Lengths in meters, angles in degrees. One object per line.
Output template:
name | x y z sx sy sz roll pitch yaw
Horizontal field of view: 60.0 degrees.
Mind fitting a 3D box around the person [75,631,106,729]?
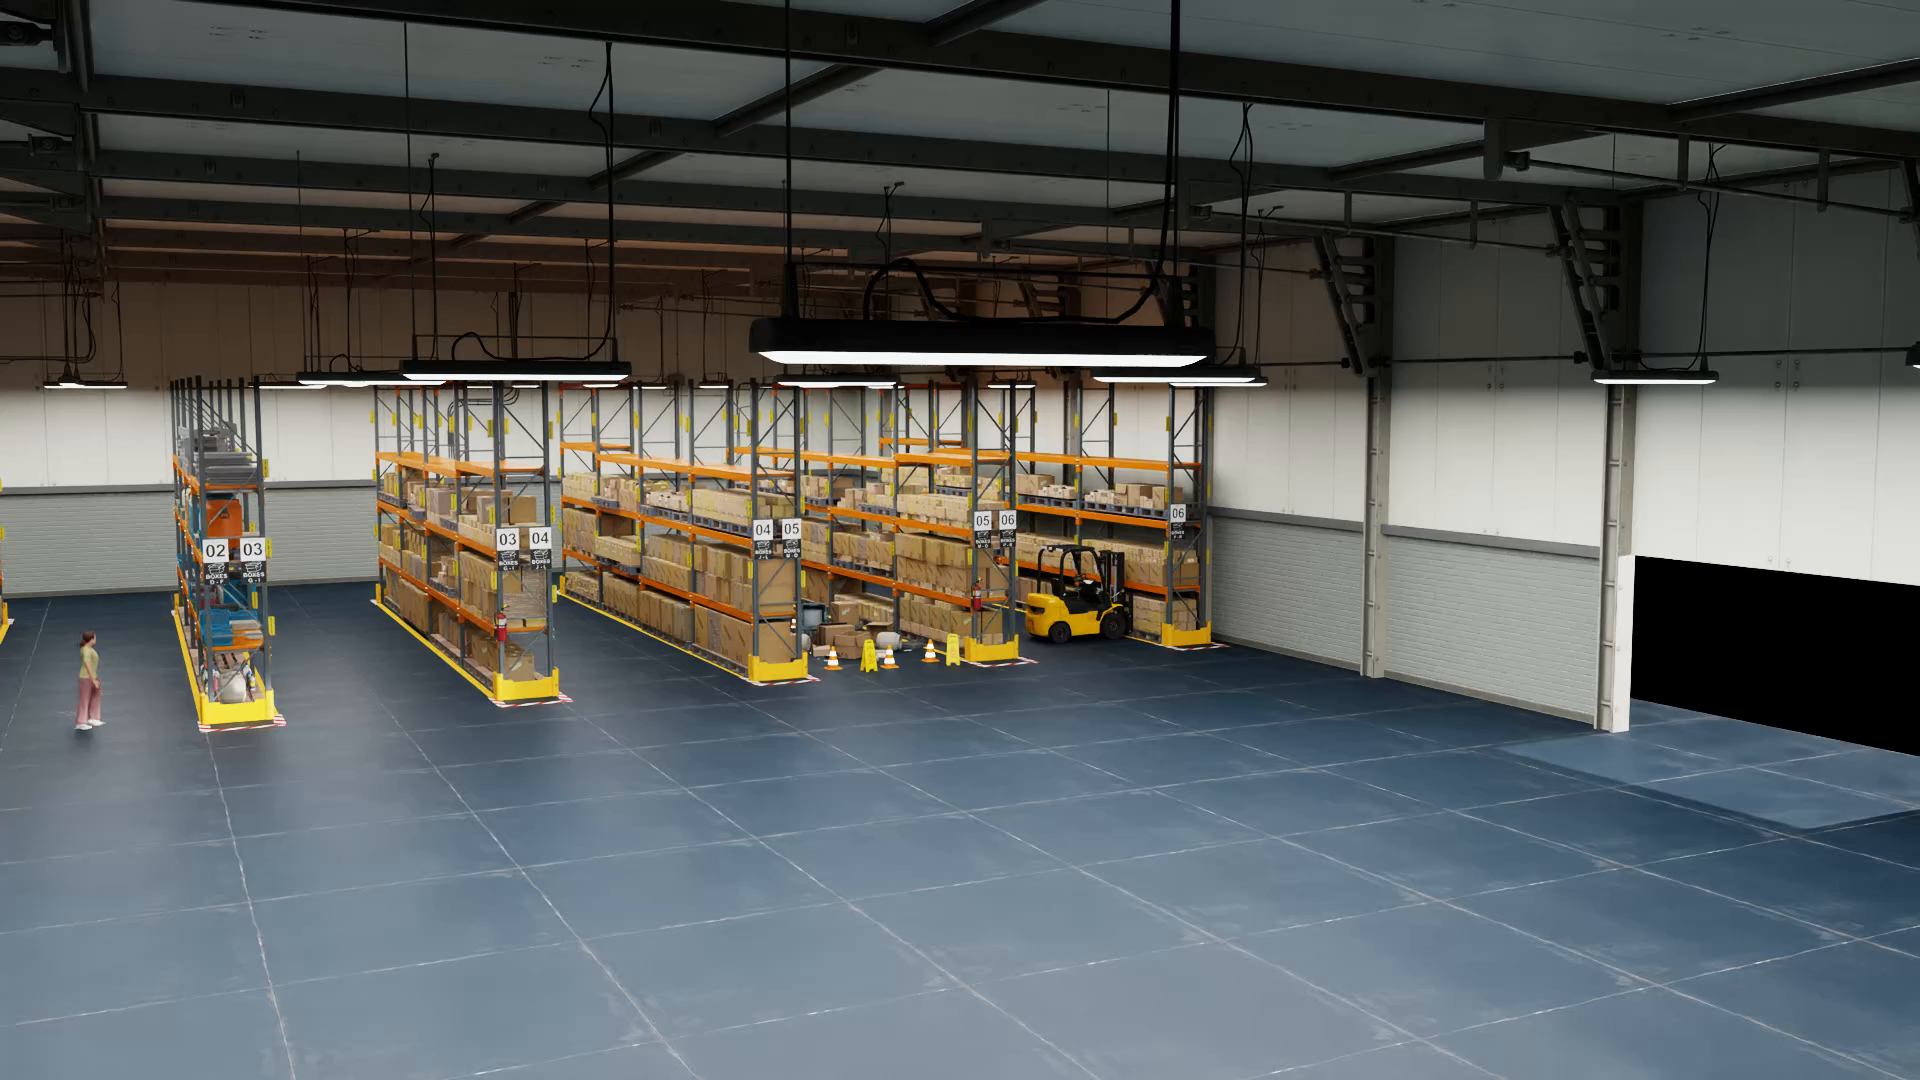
person | -14.865 2.385 28.358 0.418 1.700 0.595 -2 5 -19
